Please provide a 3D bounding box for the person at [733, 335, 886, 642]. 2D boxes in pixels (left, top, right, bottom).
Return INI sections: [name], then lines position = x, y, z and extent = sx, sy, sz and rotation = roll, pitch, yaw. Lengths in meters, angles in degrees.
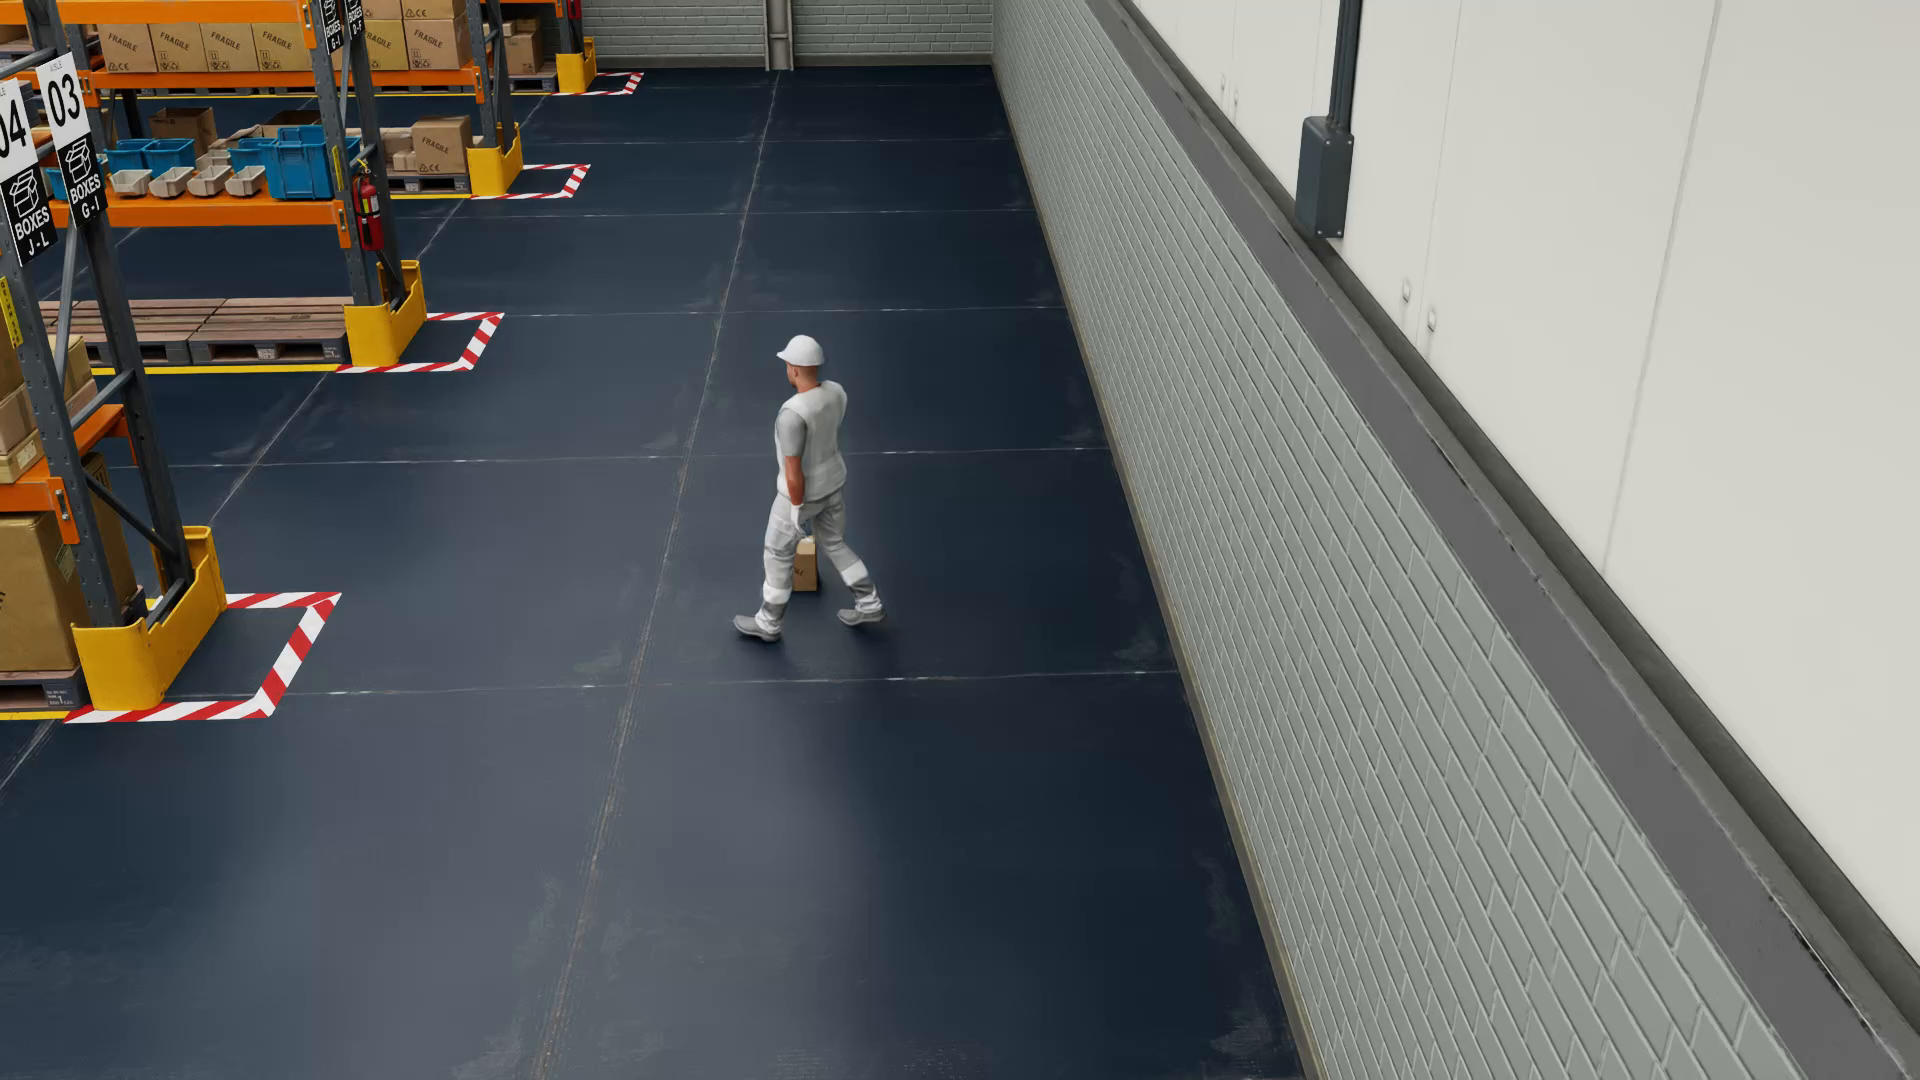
[person]
position = -0.859, -0.269, 9.108
extent = 0.730, 1.771, 0.565
rotation = 19, 33, 32
